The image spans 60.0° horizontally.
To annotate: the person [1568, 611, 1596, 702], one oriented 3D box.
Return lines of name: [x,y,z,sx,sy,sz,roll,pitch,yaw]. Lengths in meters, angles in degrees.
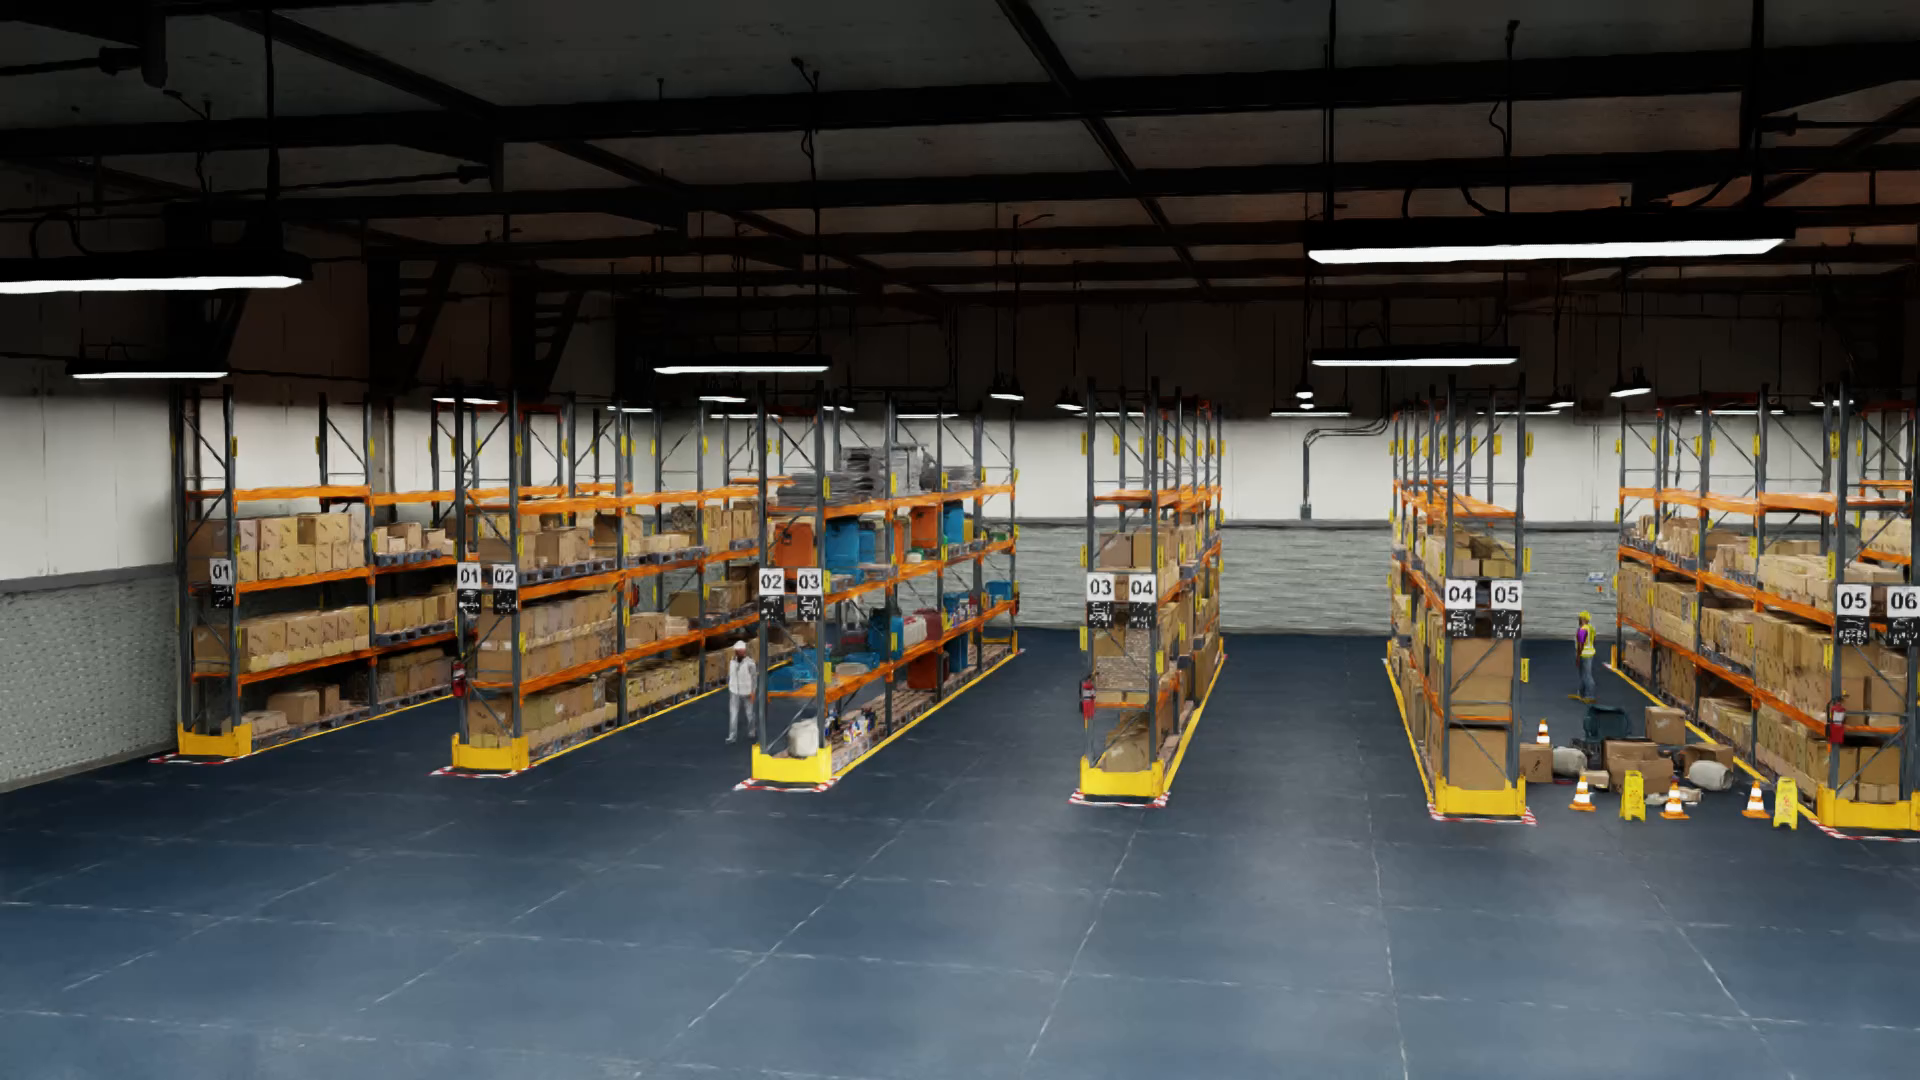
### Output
person: [12.258,2.274,32.729,0.591,1.763,0.685,2,4,34]

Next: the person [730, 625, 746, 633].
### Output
person: [-5.681,1.723,42.696,0.443,1.758,0.644,2,4,34]

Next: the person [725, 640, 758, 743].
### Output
person: [-3.689,2.533,28.256,0.553,1.672,1.030,1,3,11]

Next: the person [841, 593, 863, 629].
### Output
person: [-2.990,1.616,45.269,0.708,1.702,0.841,0,3,-5]
